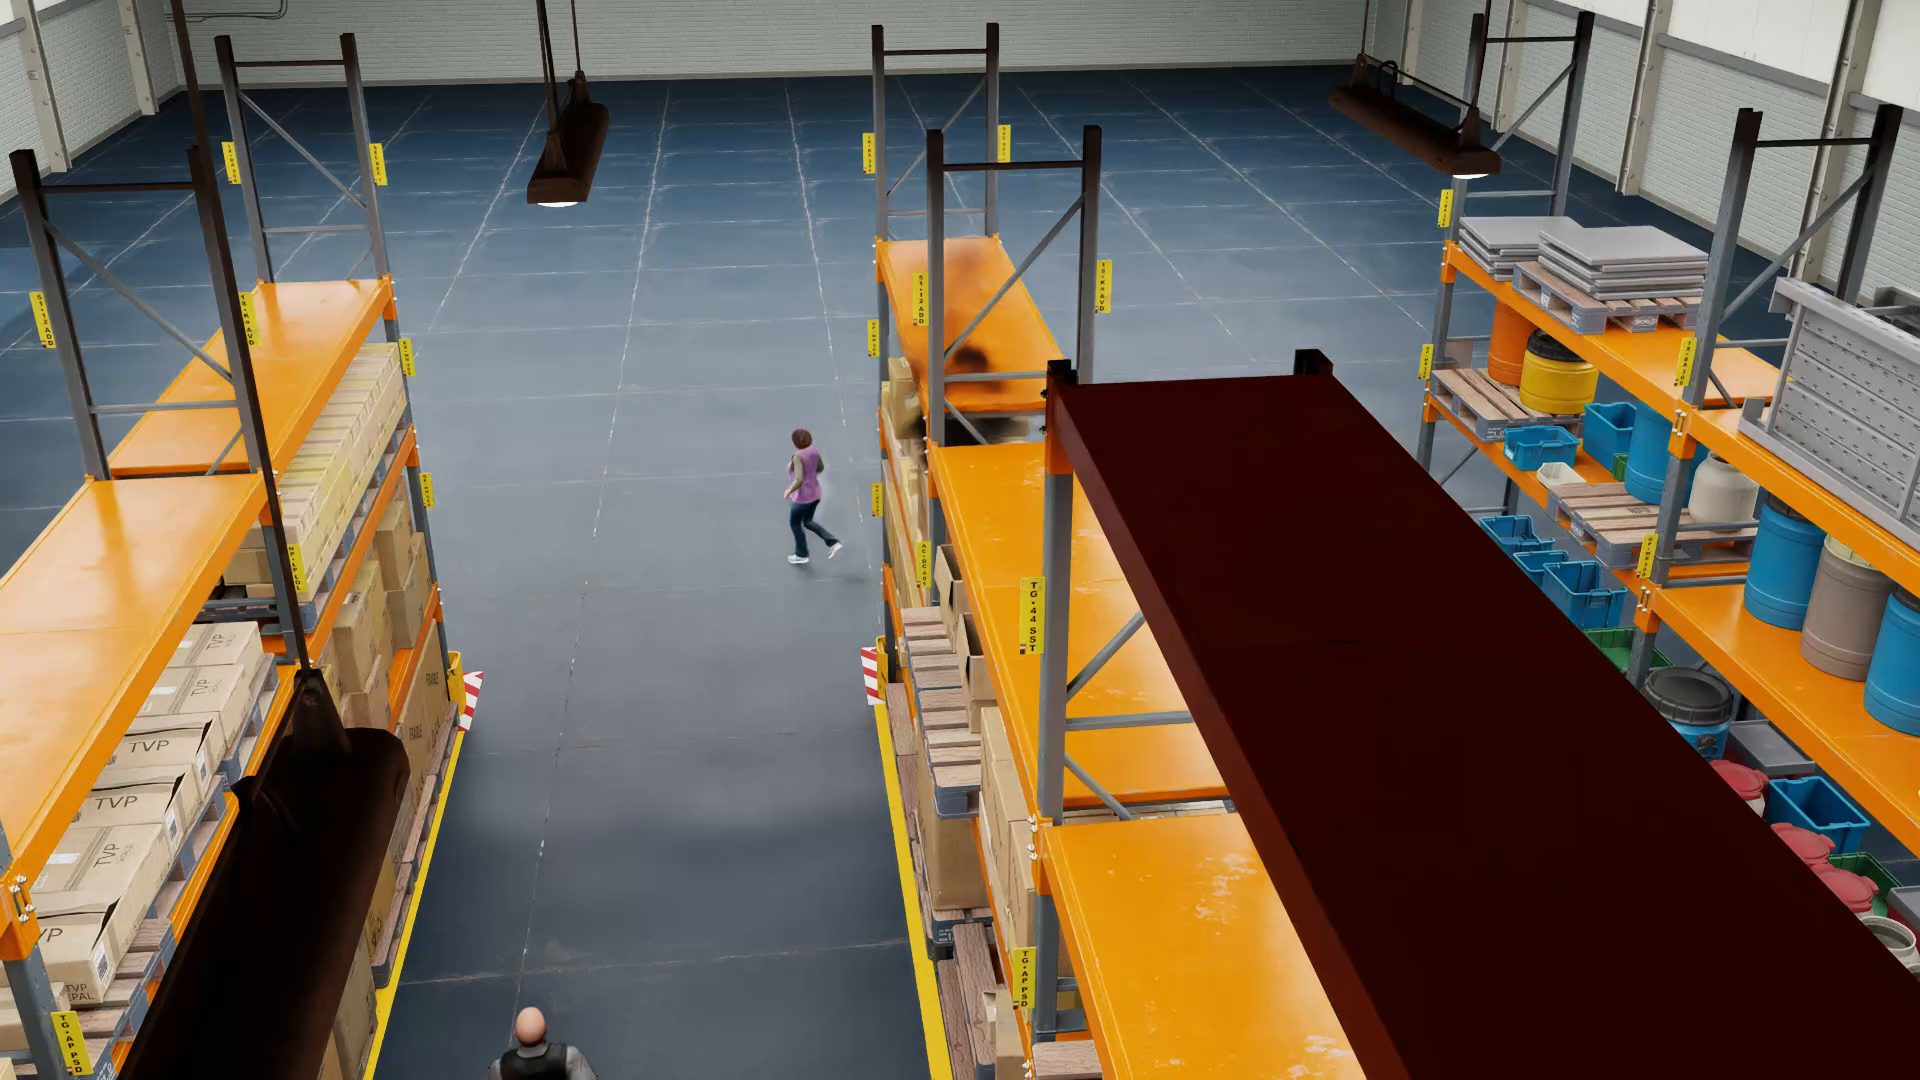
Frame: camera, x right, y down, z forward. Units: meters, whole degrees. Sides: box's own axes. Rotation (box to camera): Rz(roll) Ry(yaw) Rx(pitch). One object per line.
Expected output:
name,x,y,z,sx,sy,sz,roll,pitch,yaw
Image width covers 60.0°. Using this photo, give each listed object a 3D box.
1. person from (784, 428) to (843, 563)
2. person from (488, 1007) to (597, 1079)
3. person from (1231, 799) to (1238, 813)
person,-1.590,-0.425,17.592,0.668,1.594,0.566,14,29,27
person,-2.372,3.319,9.577,0.644,1.680,0.591,-7,26,-15
person,2.189,1.847,12.688,0.584,1.749,0.760,-5,26,-11
